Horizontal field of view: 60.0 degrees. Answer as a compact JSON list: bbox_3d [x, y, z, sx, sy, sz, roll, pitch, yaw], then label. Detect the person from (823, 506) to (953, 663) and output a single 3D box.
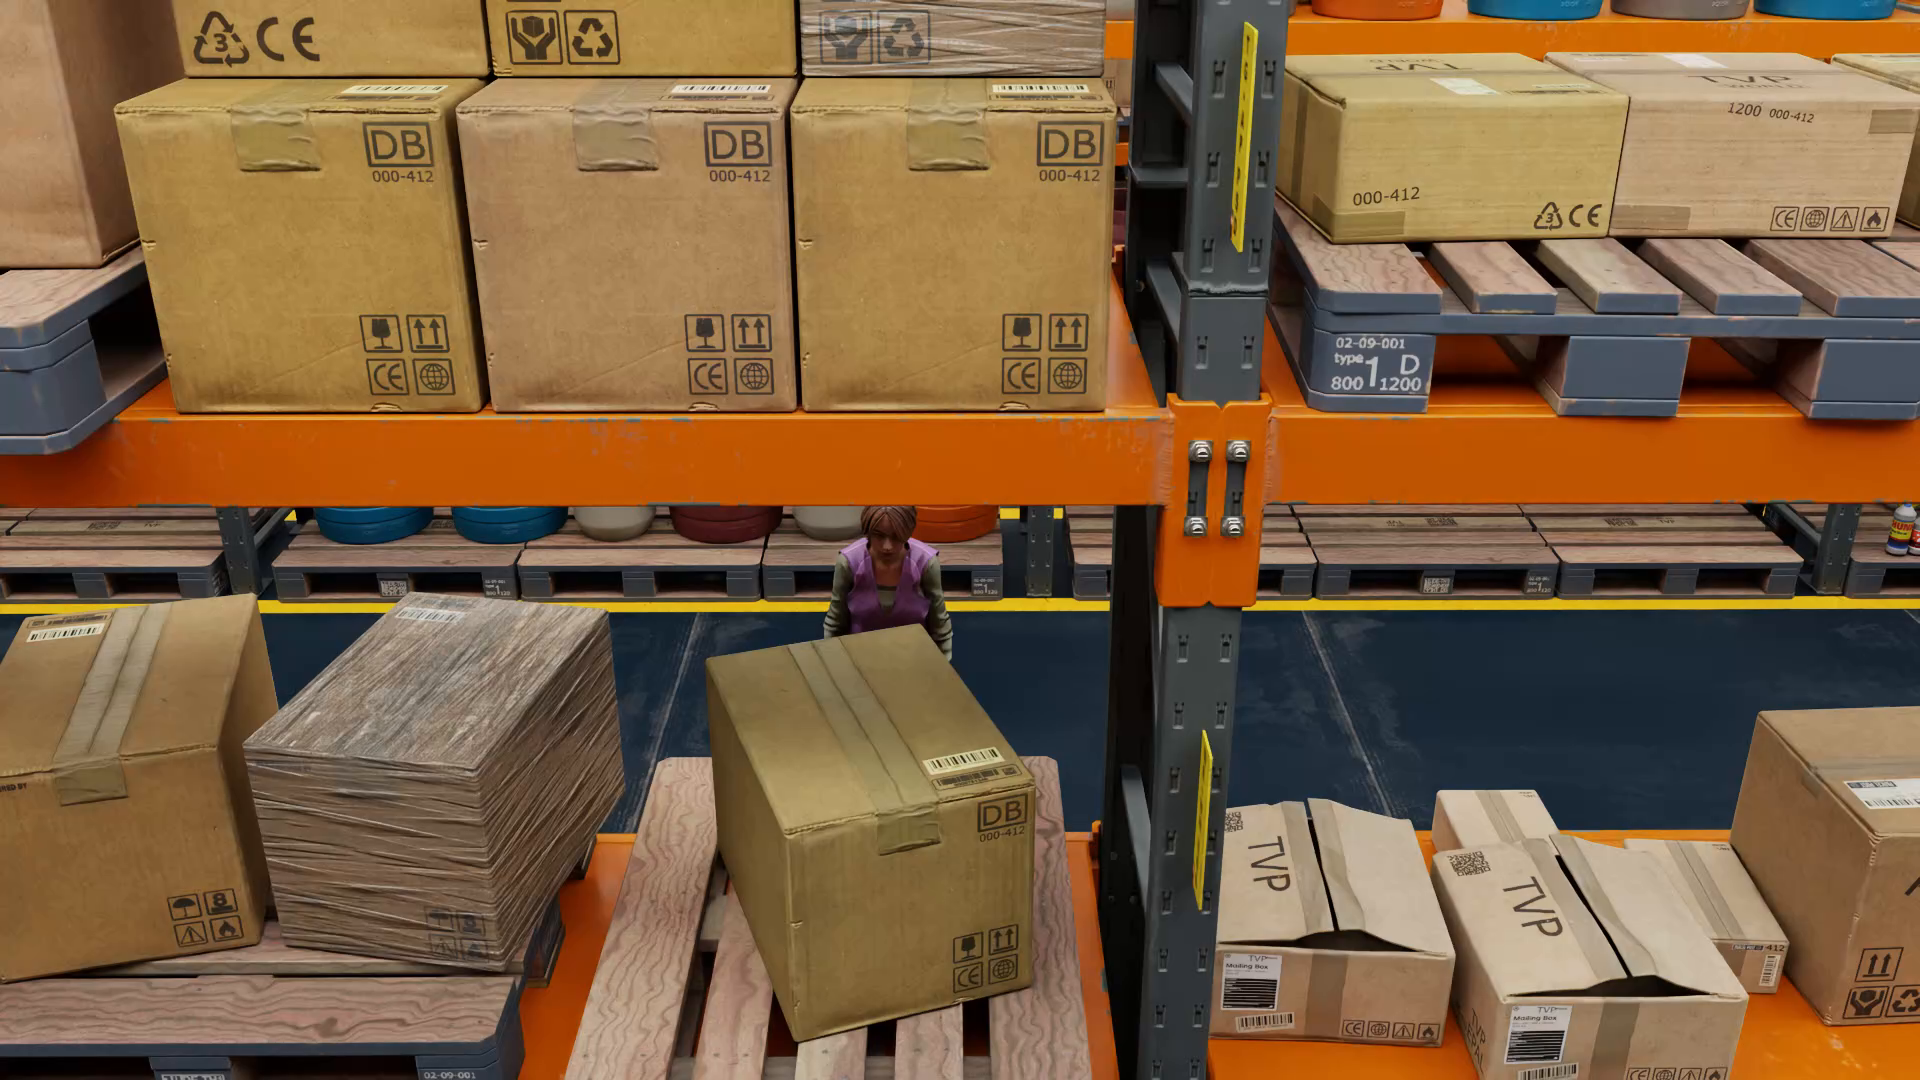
[{"bbox_3d":[-0.255,0.537,5.951,0.460,1.582,0.344,0,24,0],"label":"person"}]
